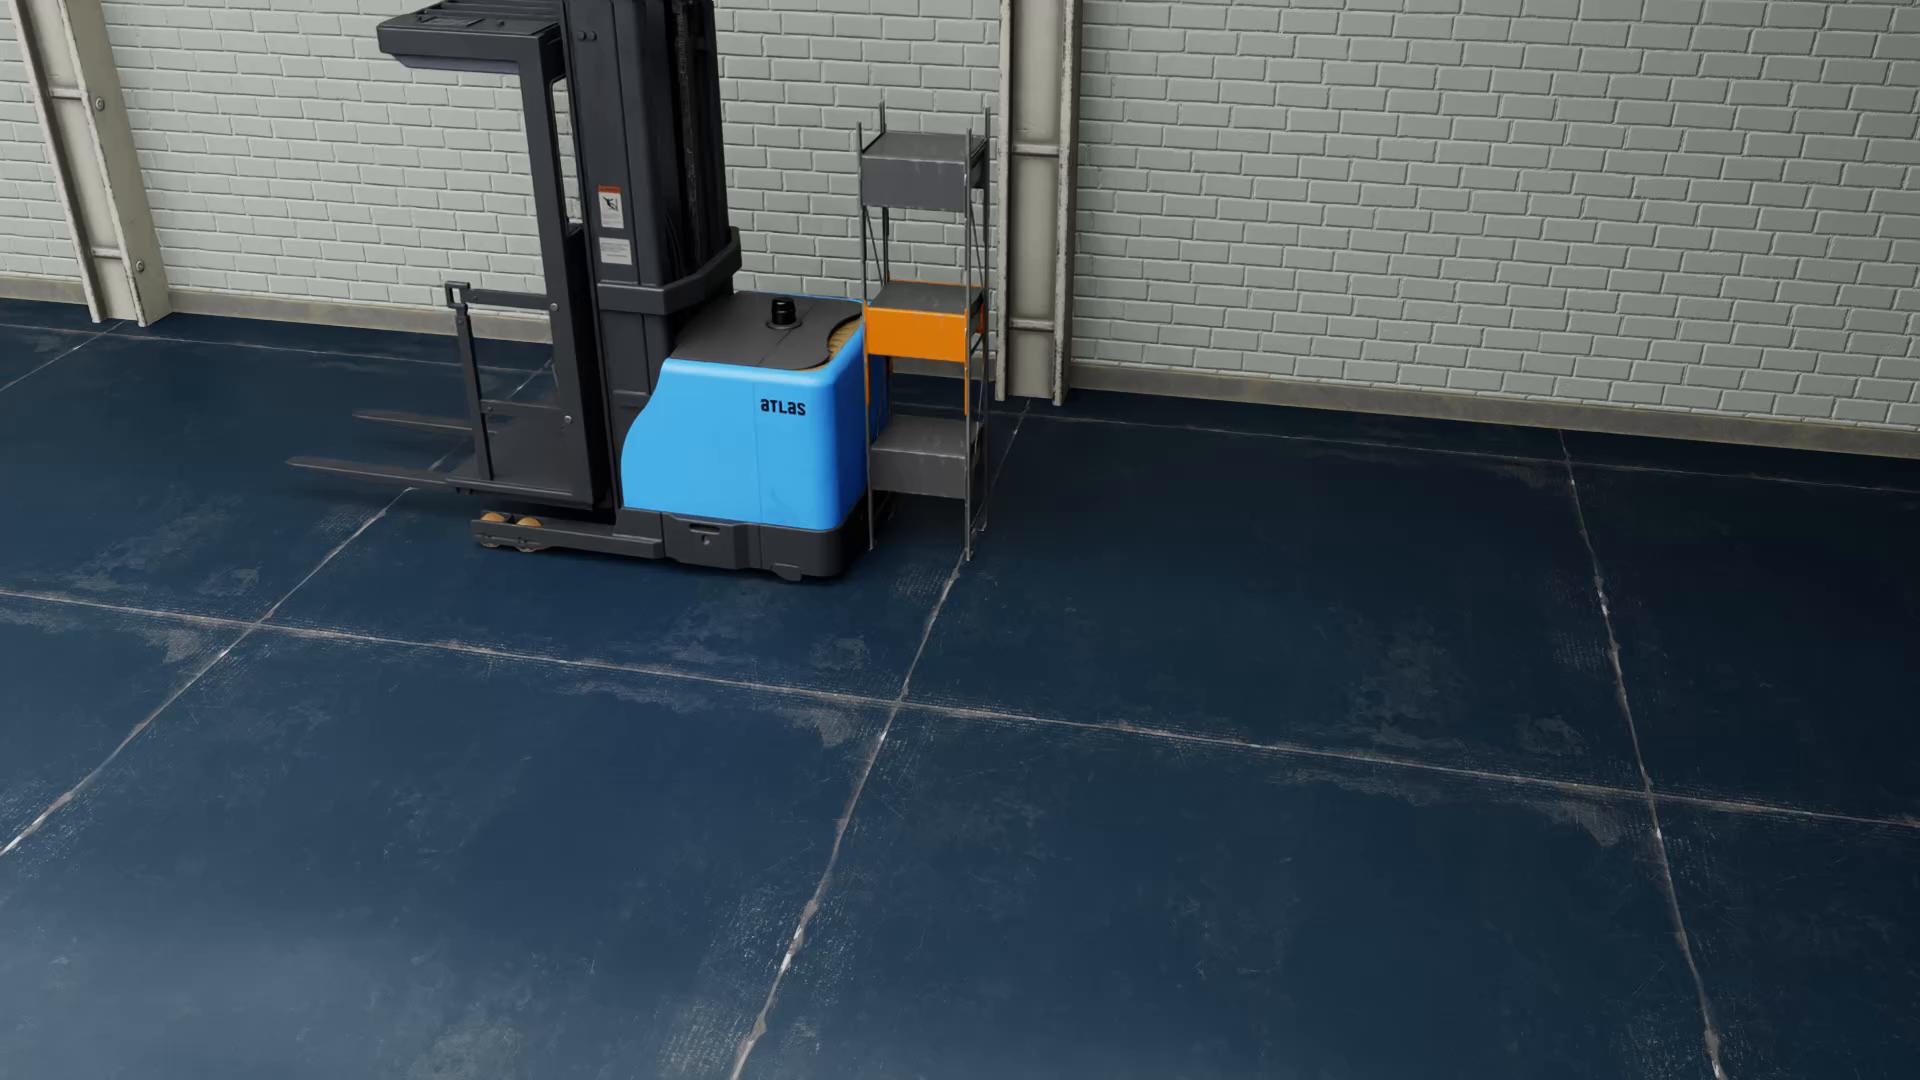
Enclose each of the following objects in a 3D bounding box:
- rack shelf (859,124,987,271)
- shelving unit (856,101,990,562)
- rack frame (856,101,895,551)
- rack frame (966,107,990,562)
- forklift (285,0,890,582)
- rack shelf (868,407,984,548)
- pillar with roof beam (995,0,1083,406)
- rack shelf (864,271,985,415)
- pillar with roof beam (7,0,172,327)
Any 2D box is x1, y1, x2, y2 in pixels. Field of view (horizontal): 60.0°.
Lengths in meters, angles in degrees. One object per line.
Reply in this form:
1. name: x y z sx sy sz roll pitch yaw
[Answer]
1. rack shelf: -0.156 -1.539 7.443 0.480 0.518 0.431 6 29 12
2. shelving unit: -0.154 -0.936 7.772 0.503 2.100 0.431 6 29 12
3. rack frame: -0.391 -0.963 7.822 0.015 2.100 0.400 6 29 12
4. rack frame: 0.083 -0.909 7.721 0.015 2.100 0.400 6 29 12
5. forklift: -1.906 -1.462 7.868 3.031 2.935 1.130 7 29 12
6. rack shelf: -0.152 -0.310 8.113 0.480 0.518 0.431 6 29 12
7. pillar with roof beam: -0.468 -2.799 3.991 0.400 9.000 9.100 6 29 11
8. rack shelf: -0.154 -0.924 7.778 0.480 0.518 0.431 6 29 12
9. pillar with roof beam: -6.336 -3.400 5.090 0.400 9.000 9.100 6 29 11
